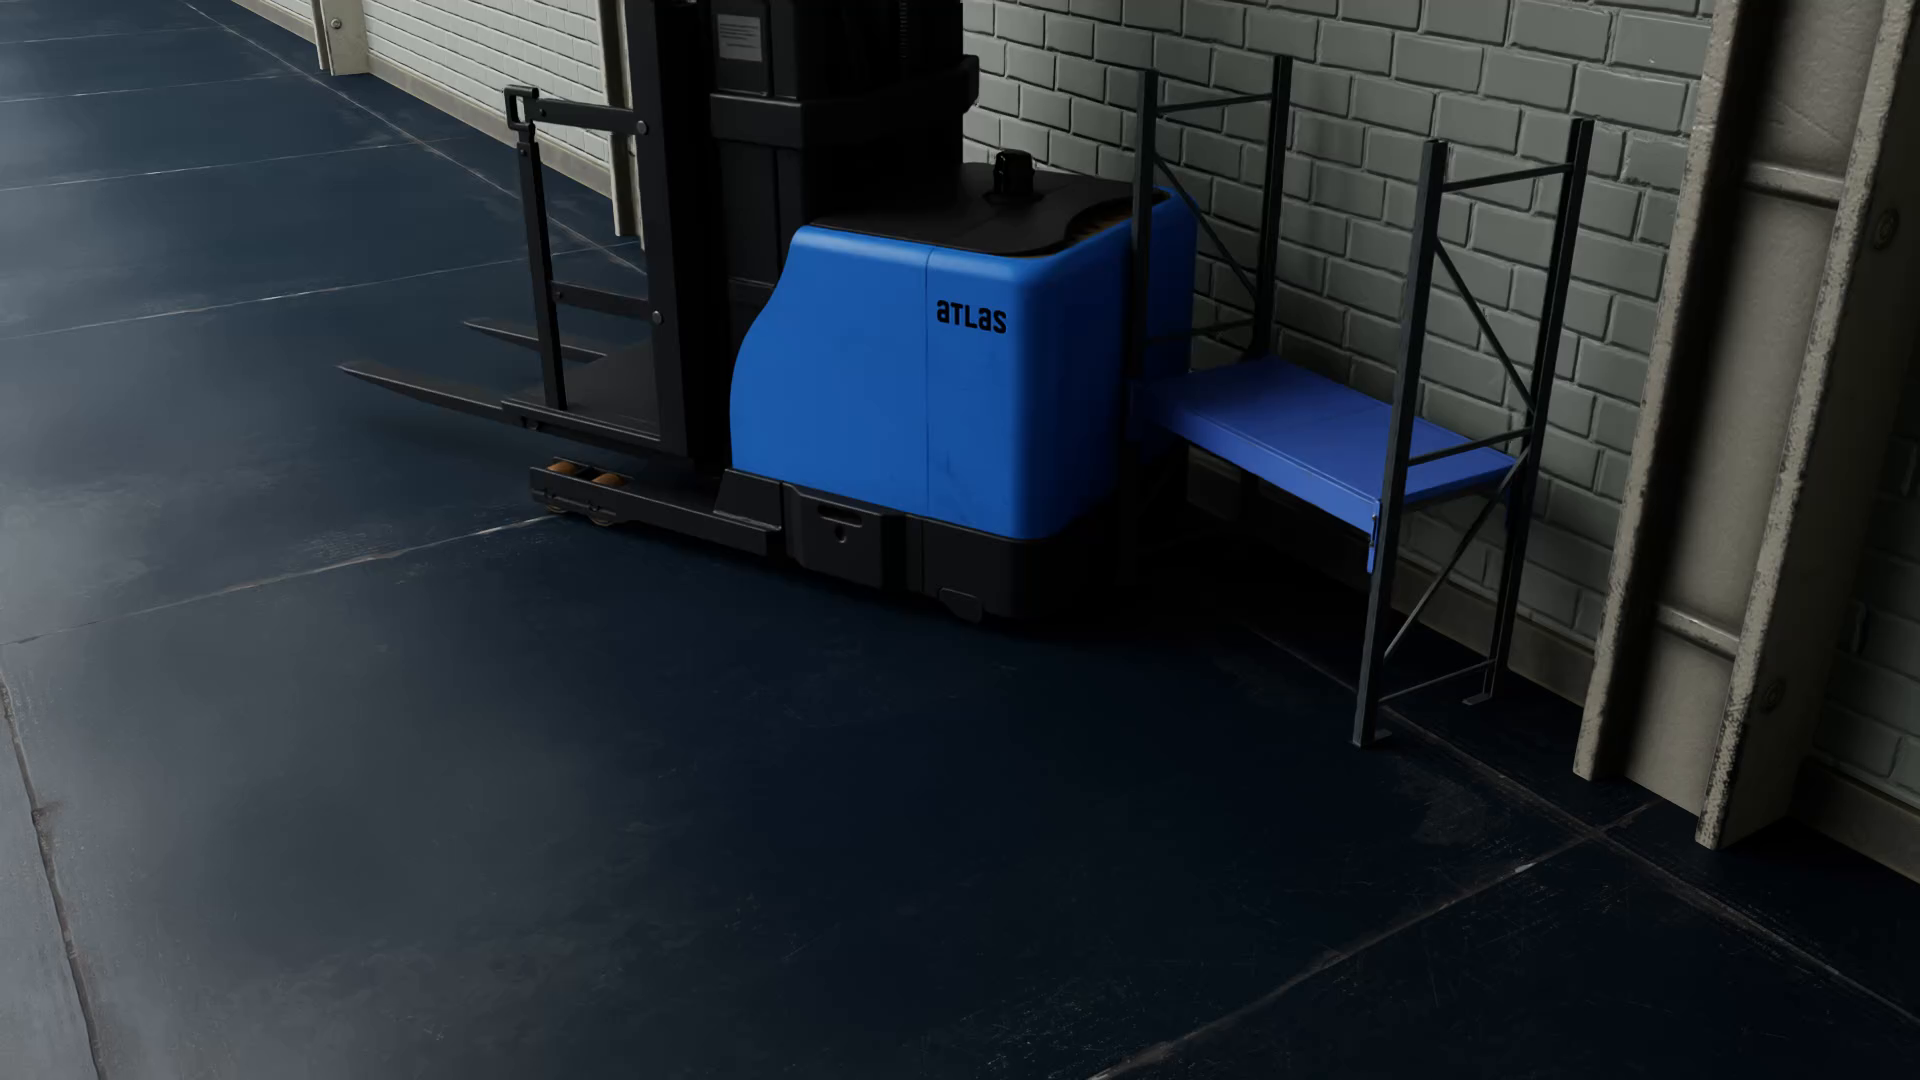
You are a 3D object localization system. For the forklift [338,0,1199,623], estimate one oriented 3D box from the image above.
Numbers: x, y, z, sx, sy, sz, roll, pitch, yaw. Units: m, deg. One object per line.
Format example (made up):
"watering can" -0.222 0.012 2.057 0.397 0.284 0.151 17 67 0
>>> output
"forklift" -0.804 -1.546 5.091 3.031 2.935 1.130 14 29 28

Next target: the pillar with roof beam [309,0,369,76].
"pillar with roof beam" -8.430 -6.760 9.029 9.100 9.000 0.400 -16 29 -30

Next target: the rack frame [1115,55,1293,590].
"rack frame" 0.686 -0.591 4.745 0.500 1.500 0.032 -14 29 -28

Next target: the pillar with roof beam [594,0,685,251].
"pillar with roof beam" -5.155 -4.614 4.483 9.100 9.000 0.400 -16 29 -30

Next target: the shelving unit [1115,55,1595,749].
"shelving unit" 0.946 -0.404 4.350 0.538 1.500 1.048 -14 29 -28

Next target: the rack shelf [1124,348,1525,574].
"rack shelf" 0.946 -0.242 4.427 0.538 0.185 1.000 -14 29 -28

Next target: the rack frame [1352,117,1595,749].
"rack frame" 1.206 -0.218 3.955 0.500 1.500 0.032 -14 29 -28
